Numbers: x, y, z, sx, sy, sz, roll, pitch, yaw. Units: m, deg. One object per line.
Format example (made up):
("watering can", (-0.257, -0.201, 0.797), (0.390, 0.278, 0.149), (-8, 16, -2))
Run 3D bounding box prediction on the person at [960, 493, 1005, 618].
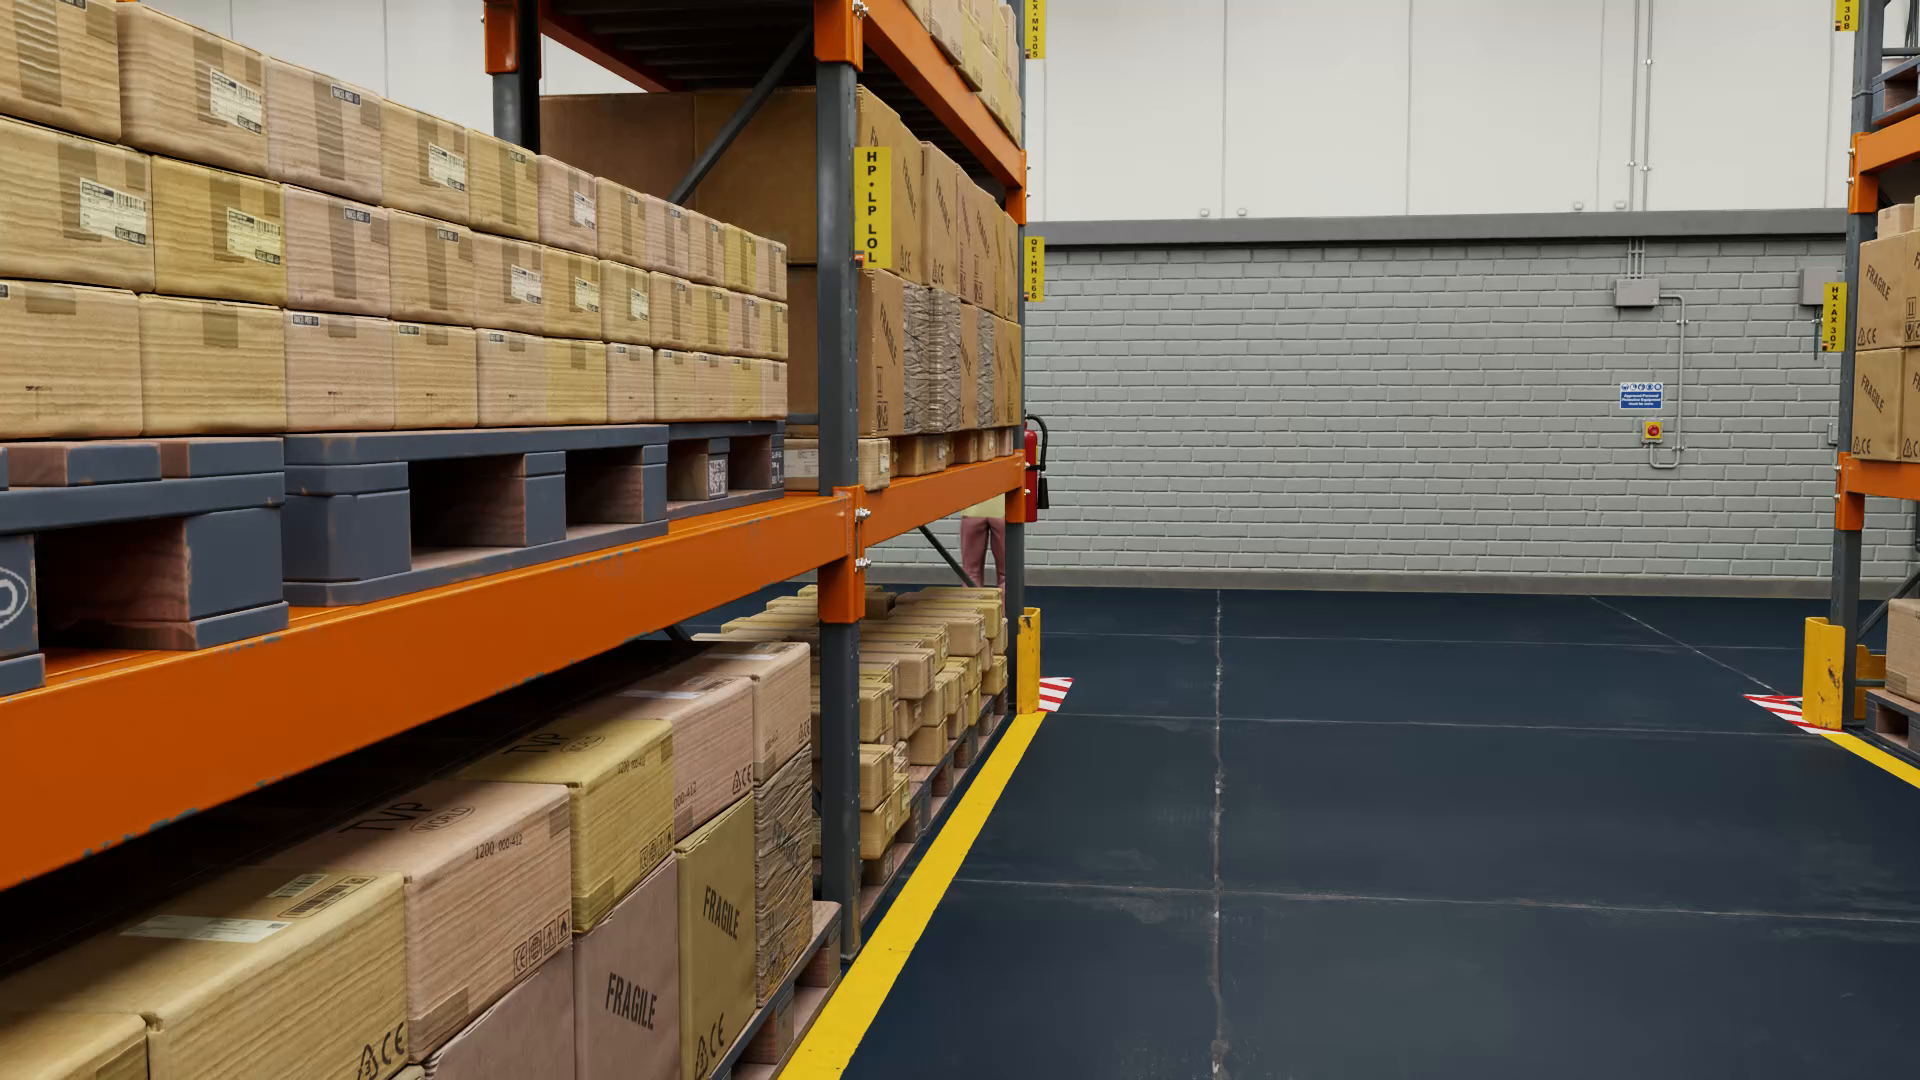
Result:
("person", (0.188, -0.122, 10.388), (0.456, 1.673, 0.511), (1, 5, 8))
